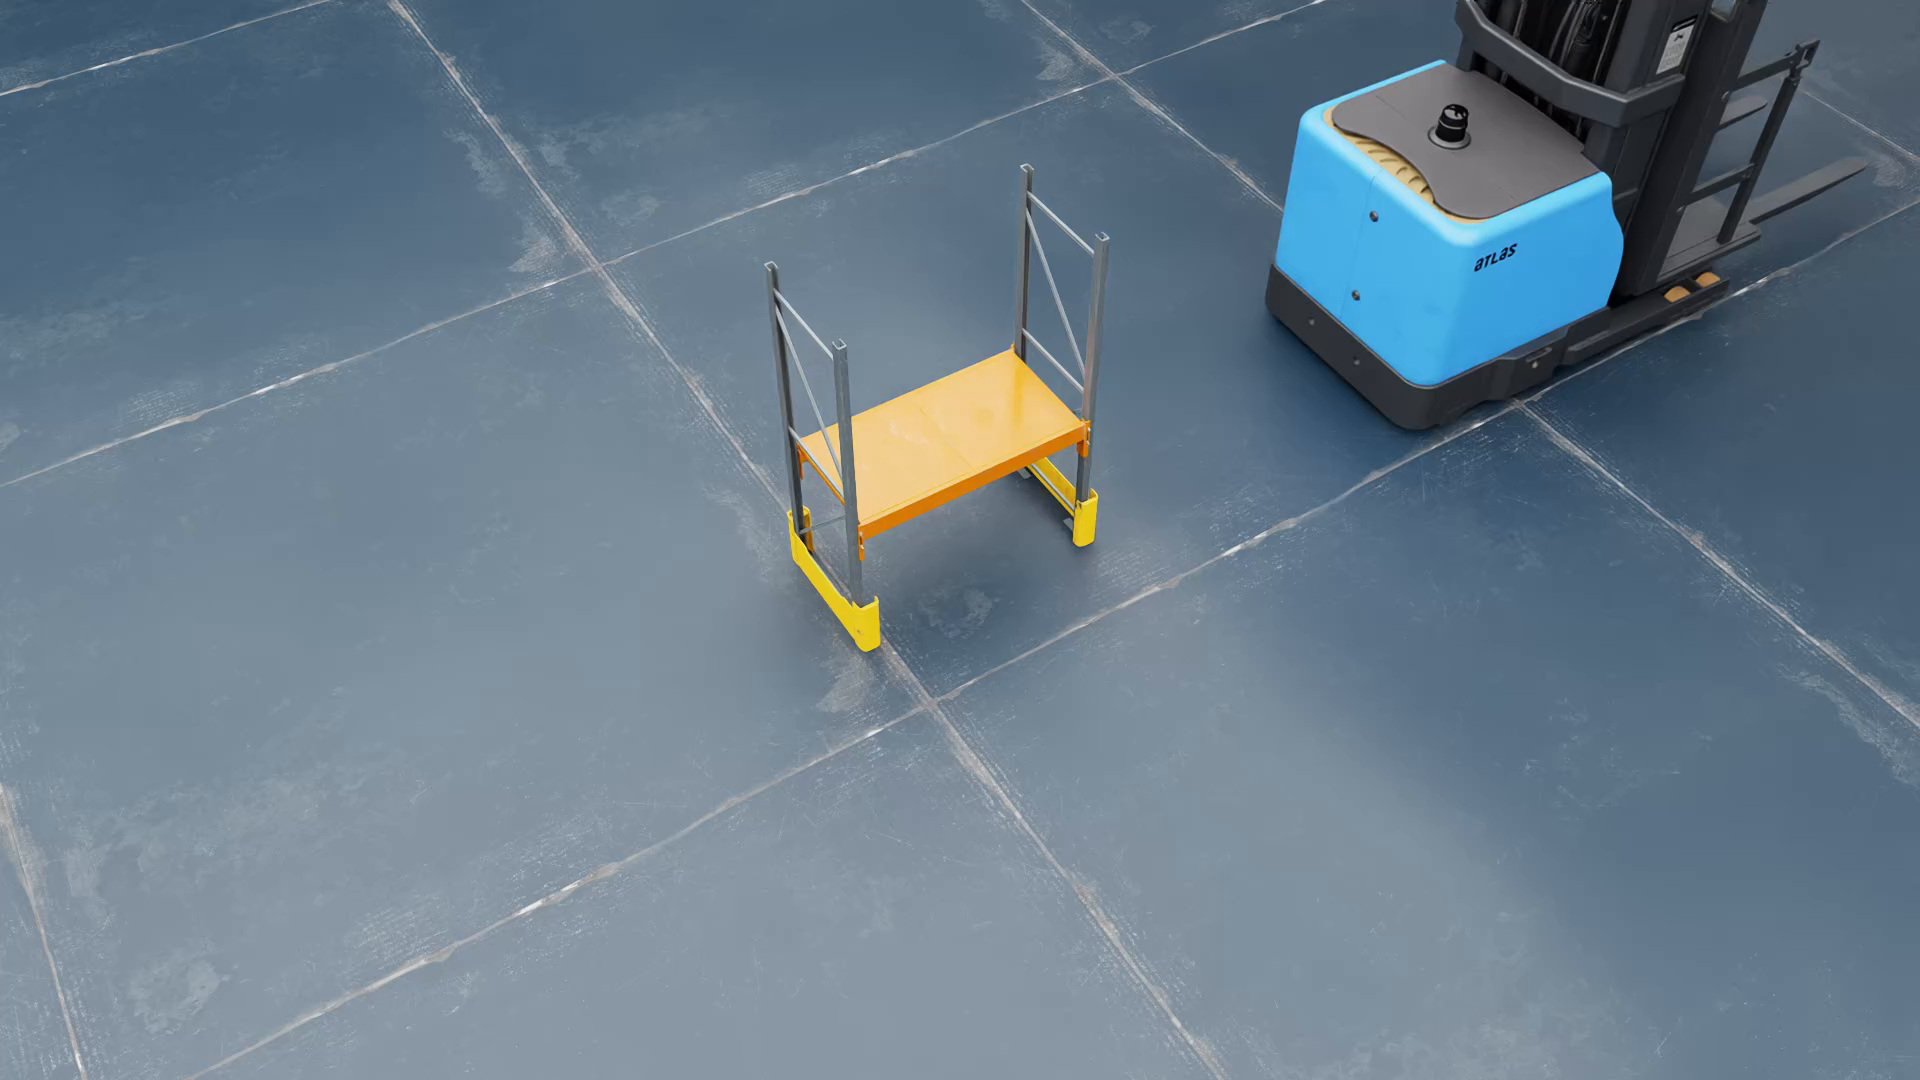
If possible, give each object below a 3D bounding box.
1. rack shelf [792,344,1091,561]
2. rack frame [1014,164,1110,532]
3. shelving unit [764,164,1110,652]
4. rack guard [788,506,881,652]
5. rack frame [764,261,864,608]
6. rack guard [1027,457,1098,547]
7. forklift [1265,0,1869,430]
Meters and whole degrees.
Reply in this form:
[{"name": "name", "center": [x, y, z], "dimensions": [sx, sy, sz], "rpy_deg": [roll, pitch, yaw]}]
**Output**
[{"name": "rack shelf", "center": [-0.072, -0.345, 6.239], "dimensions": [1.000, 0.185, 0.538], "rpy_deg": [-25, 53, -21]}, {"name": "rack frame", "center": [0.358, -0.667, 6.285], "dimensions": [0.032, 1.500, 0.500], "rpy_deg": [-25, 53, -21]}, {"name": "shelving unit", "center": [-0.064, -0.468, 6.108], "dimensions": [1.083, 1.500, 0.587], "rpy_deg": [-25, 53, -21]}, {"name": "rack guard", "center": [-0.486, 0.146, 6.398], "dimensions": [0.087, 0.250, 0.587], "rpy_deg": [-25, 53, -21]}, {"name": "rack frame", "center": [-0.502, -0.262, 5.925], "dimensions": [0.032, 1.500, 0.500], "rpy_deg": [-25, 53, -21]}, {"name": "rack guard", "center": [0.357, -0.251, 6.752], "dimensions": [0.087, 0.250, 0.587], "rpy_deg": [-25, 53, -21]}, {"name": "forklift", "center": [2.914, -2.279, 6.762], "dimensions": [3.031, 2.935, 1.130], "rpy_deg": [-24, 53, -20]}]
